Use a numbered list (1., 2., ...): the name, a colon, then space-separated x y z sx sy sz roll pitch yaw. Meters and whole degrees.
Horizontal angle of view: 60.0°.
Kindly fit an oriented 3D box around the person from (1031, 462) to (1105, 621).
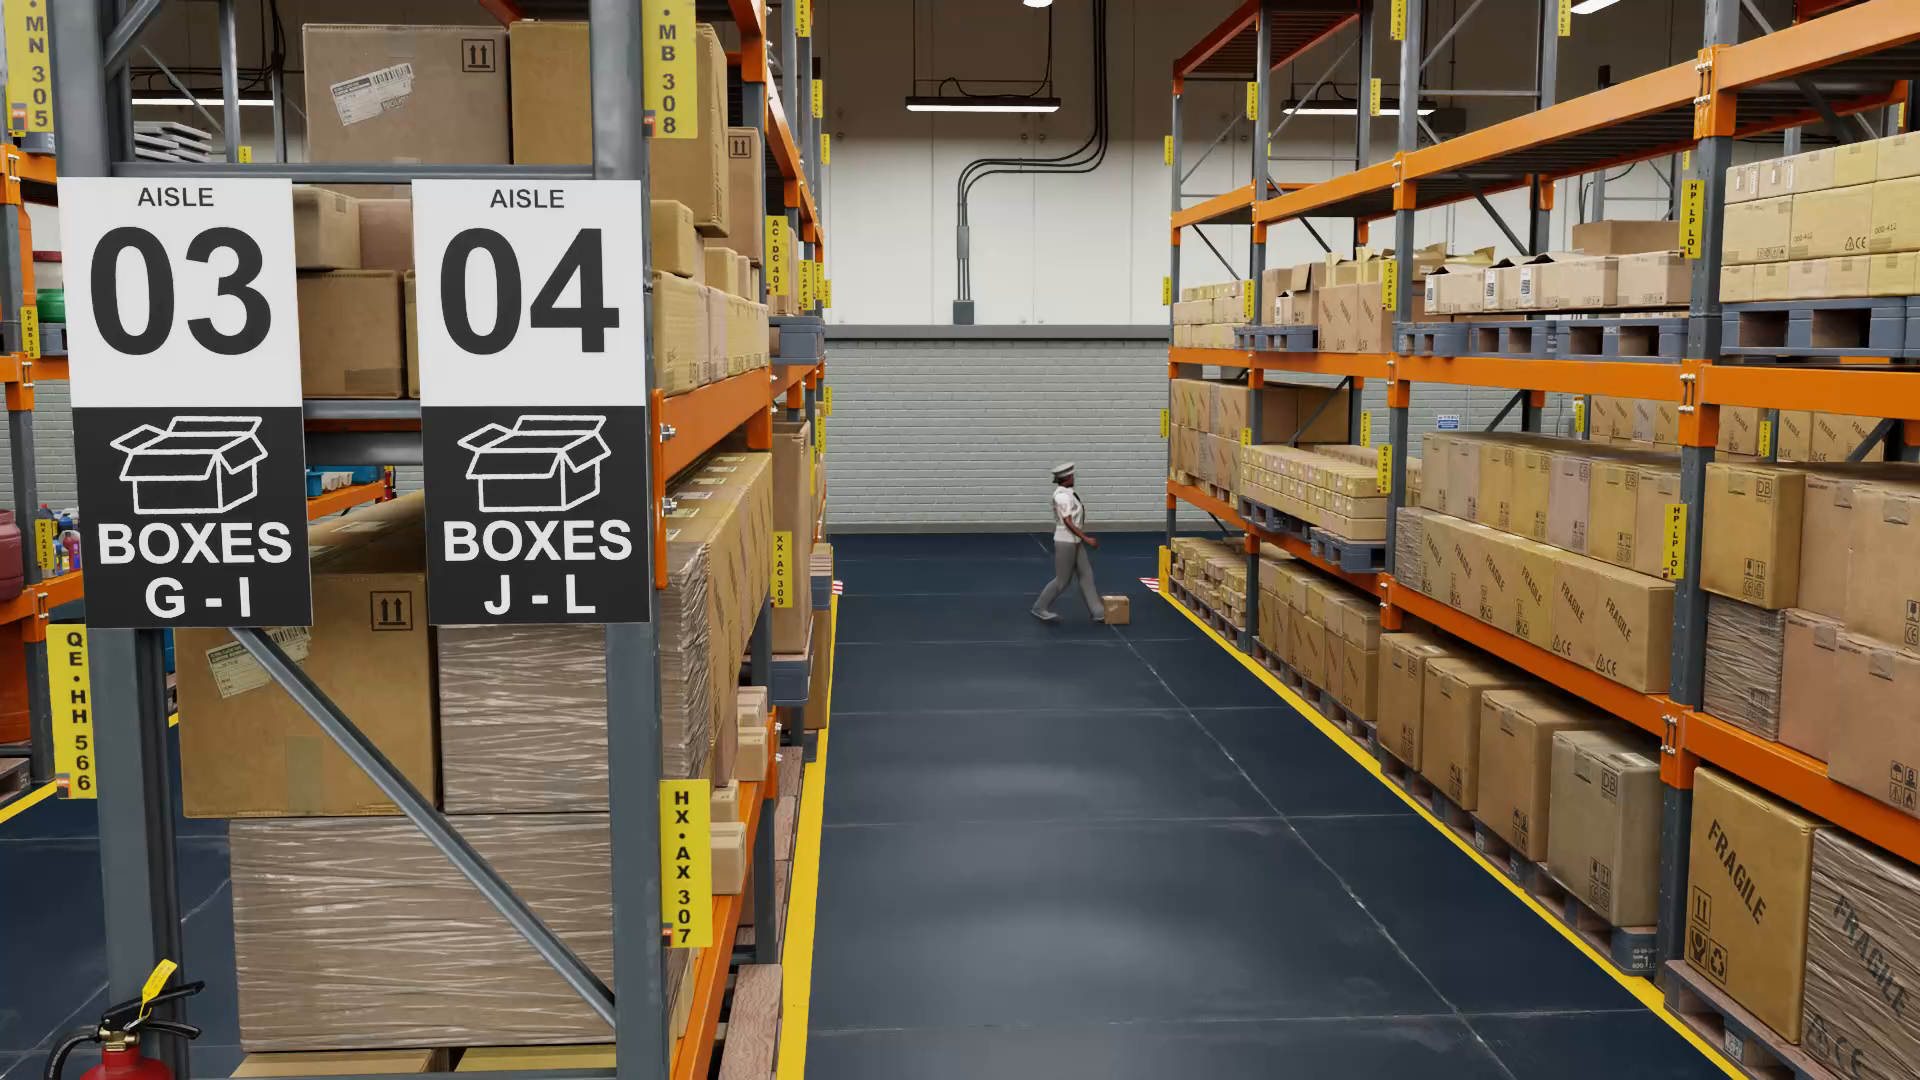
1. person: 1.186 0.025 17.025 0.923 1.630 0.508 1 7 10
